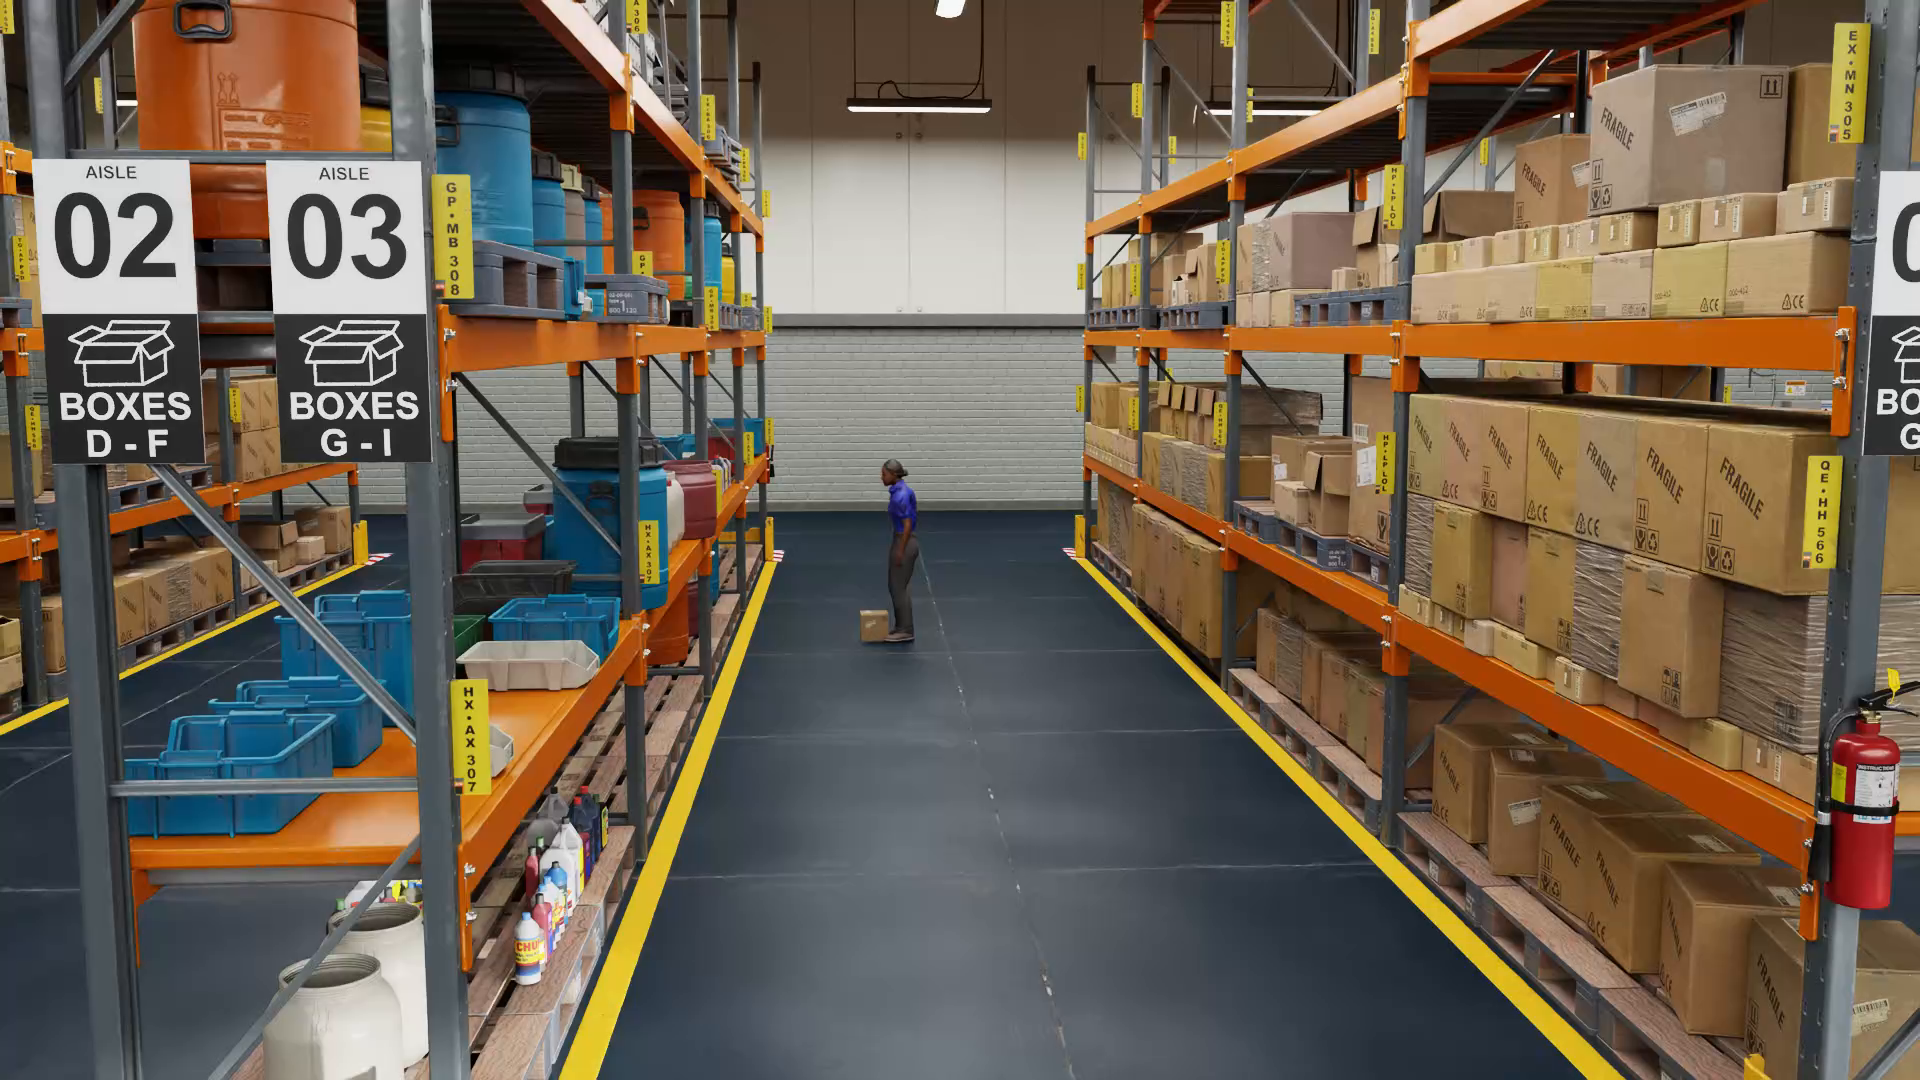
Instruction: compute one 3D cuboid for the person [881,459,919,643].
[{"bbox_3d":[-0.547,0.084,15.089,0.347,1.653,0.512,-1,7,-6],"label":"person"}]
